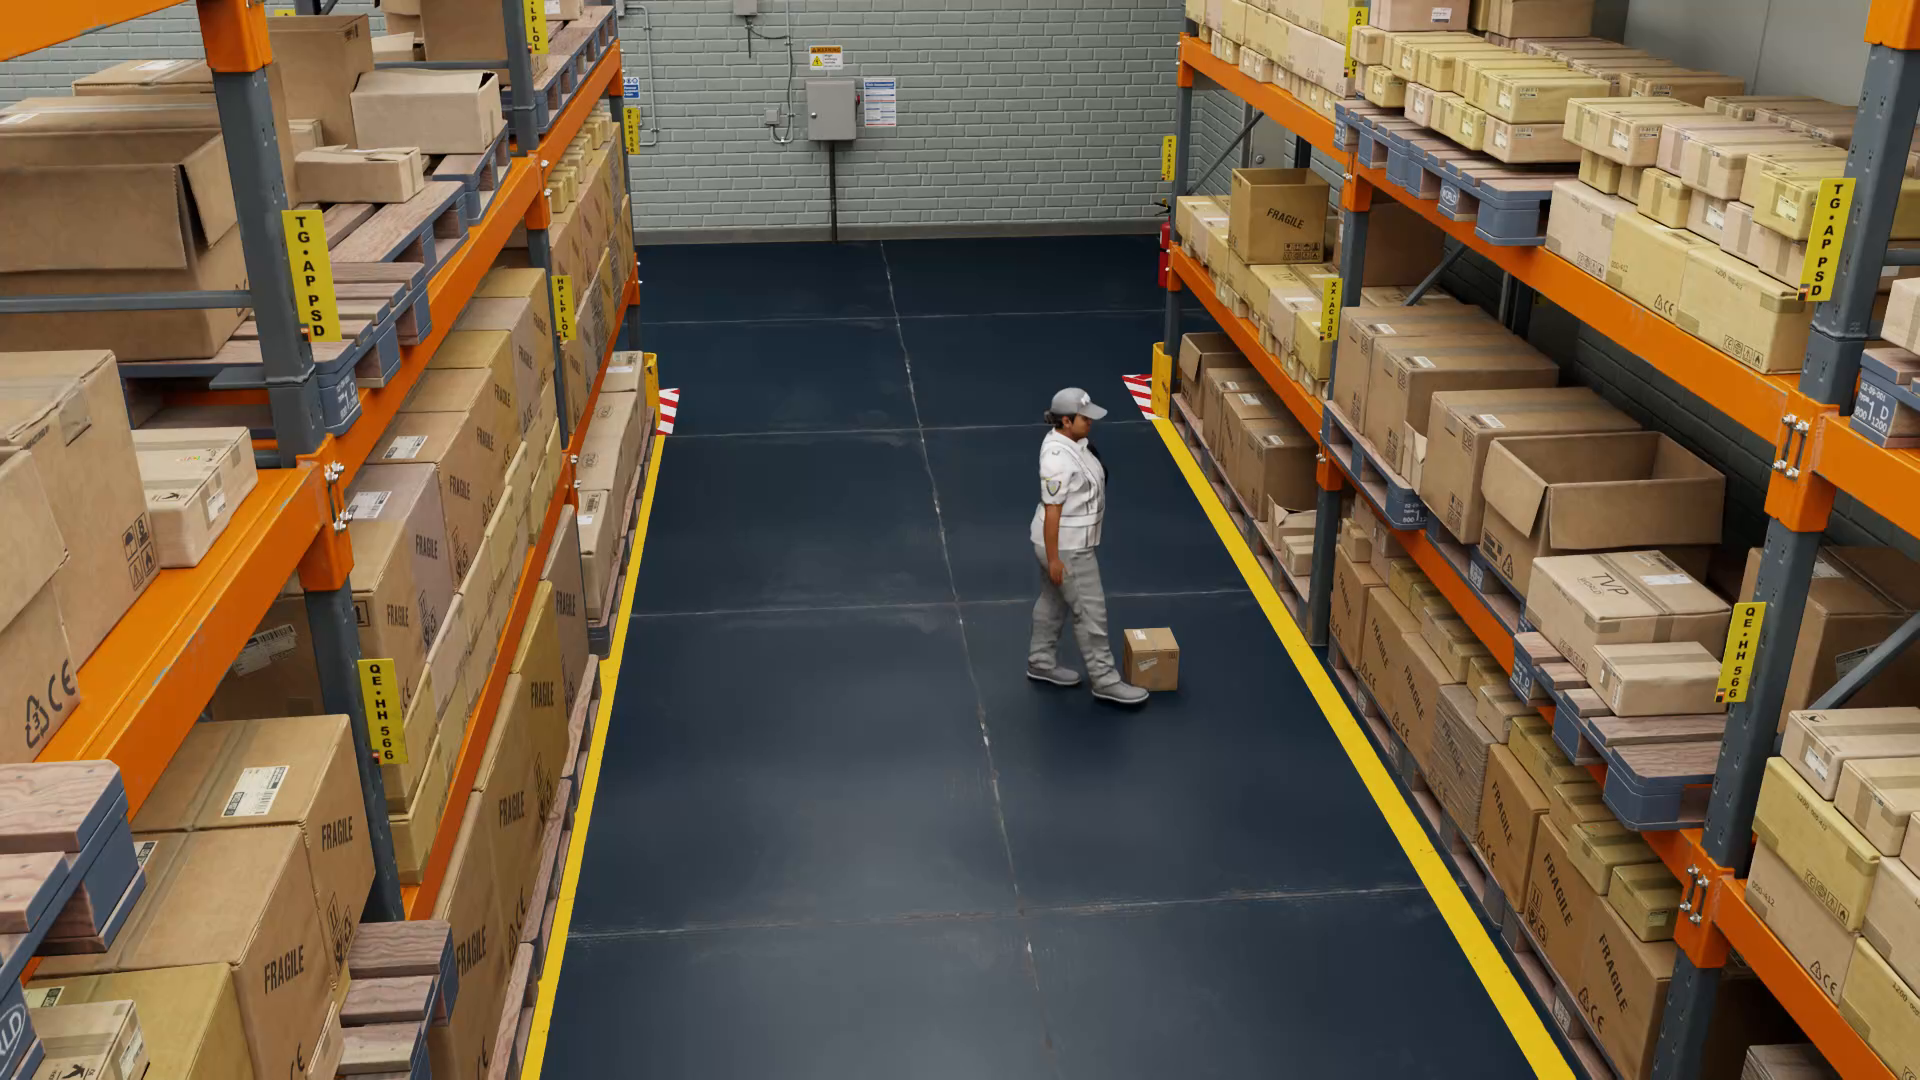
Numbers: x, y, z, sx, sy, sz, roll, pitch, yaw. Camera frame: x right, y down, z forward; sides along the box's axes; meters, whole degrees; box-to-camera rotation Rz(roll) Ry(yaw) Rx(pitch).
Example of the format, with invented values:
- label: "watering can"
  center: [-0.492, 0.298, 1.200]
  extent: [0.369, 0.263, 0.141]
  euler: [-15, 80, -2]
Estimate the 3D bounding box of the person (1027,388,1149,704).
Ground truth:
- label: "person"
  center: [0.677, 0.016, 8.547]
  extent: [0.650, 1.653, 0.481]
  euler: [2, 24, 5]
